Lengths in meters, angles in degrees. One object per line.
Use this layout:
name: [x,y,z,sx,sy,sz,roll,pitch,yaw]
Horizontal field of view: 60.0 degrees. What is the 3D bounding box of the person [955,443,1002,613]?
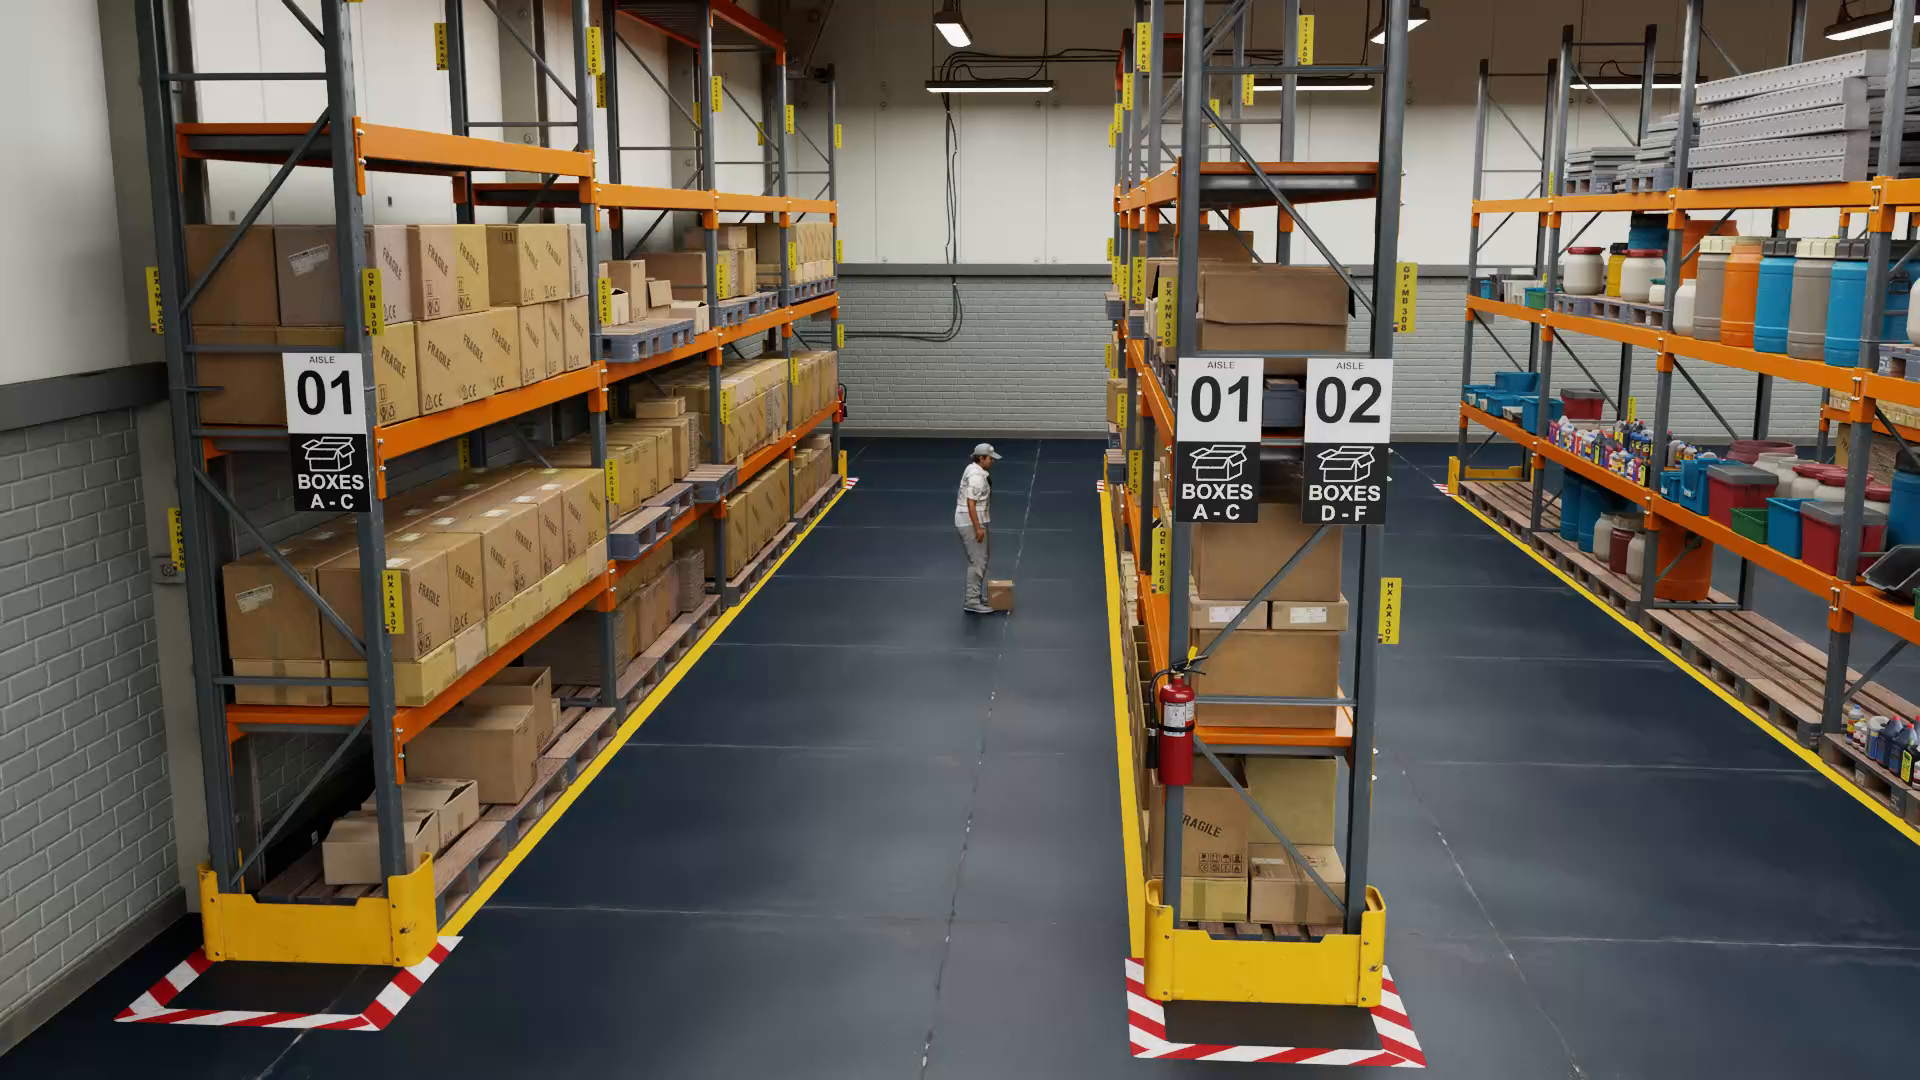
person: [0.183,-0.137,16.623,0.465,1.667,0.539,1,11,4]
